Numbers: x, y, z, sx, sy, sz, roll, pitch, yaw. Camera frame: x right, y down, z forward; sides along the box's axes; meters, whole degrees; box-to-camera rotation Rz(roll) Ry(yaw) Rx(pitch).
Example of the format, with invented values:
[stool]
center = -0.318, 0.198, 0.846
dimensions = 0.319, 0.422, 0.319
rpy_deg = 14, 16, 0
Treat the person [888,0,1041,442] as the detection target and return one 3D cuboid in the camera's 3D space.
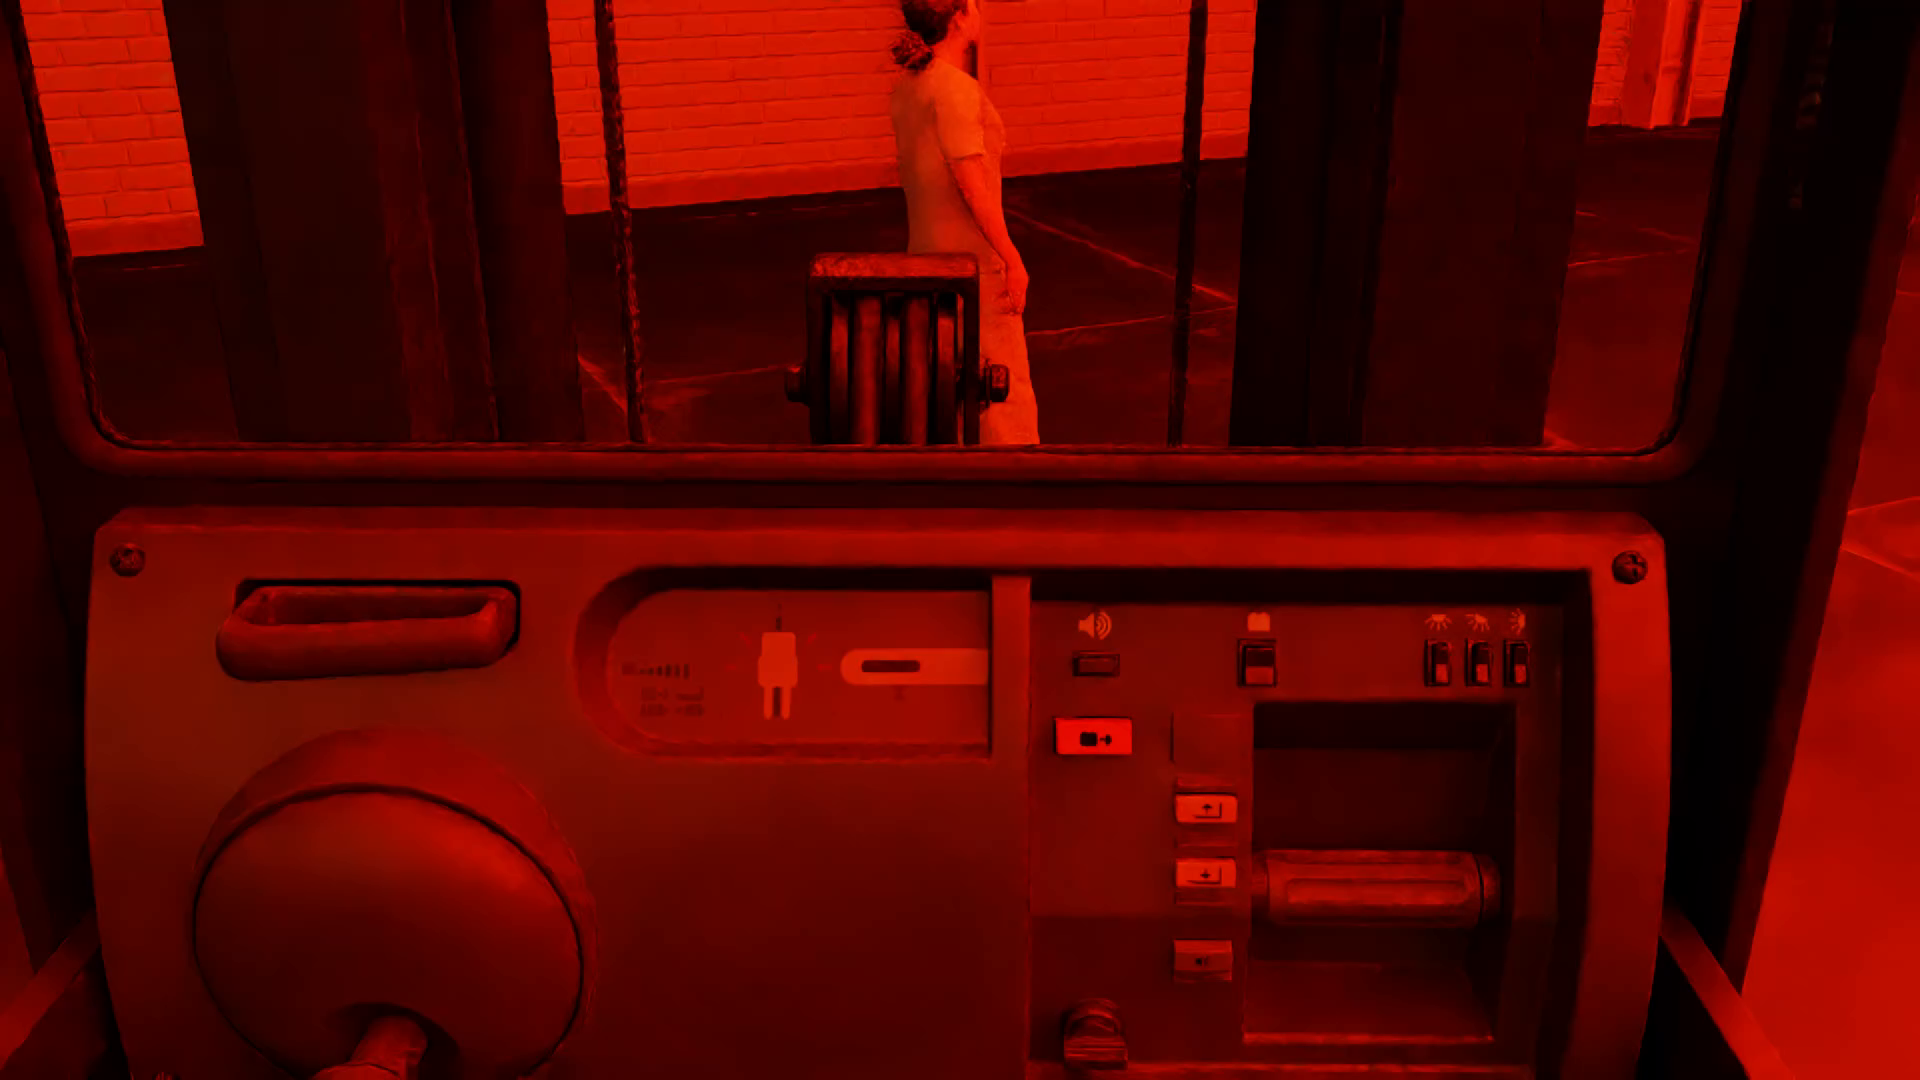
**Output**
[person]
center = 0.072, -0.788, 4.800
dimensions = 0.548, 1.674, 0.550
rpy_deg = -10, 25, -23
